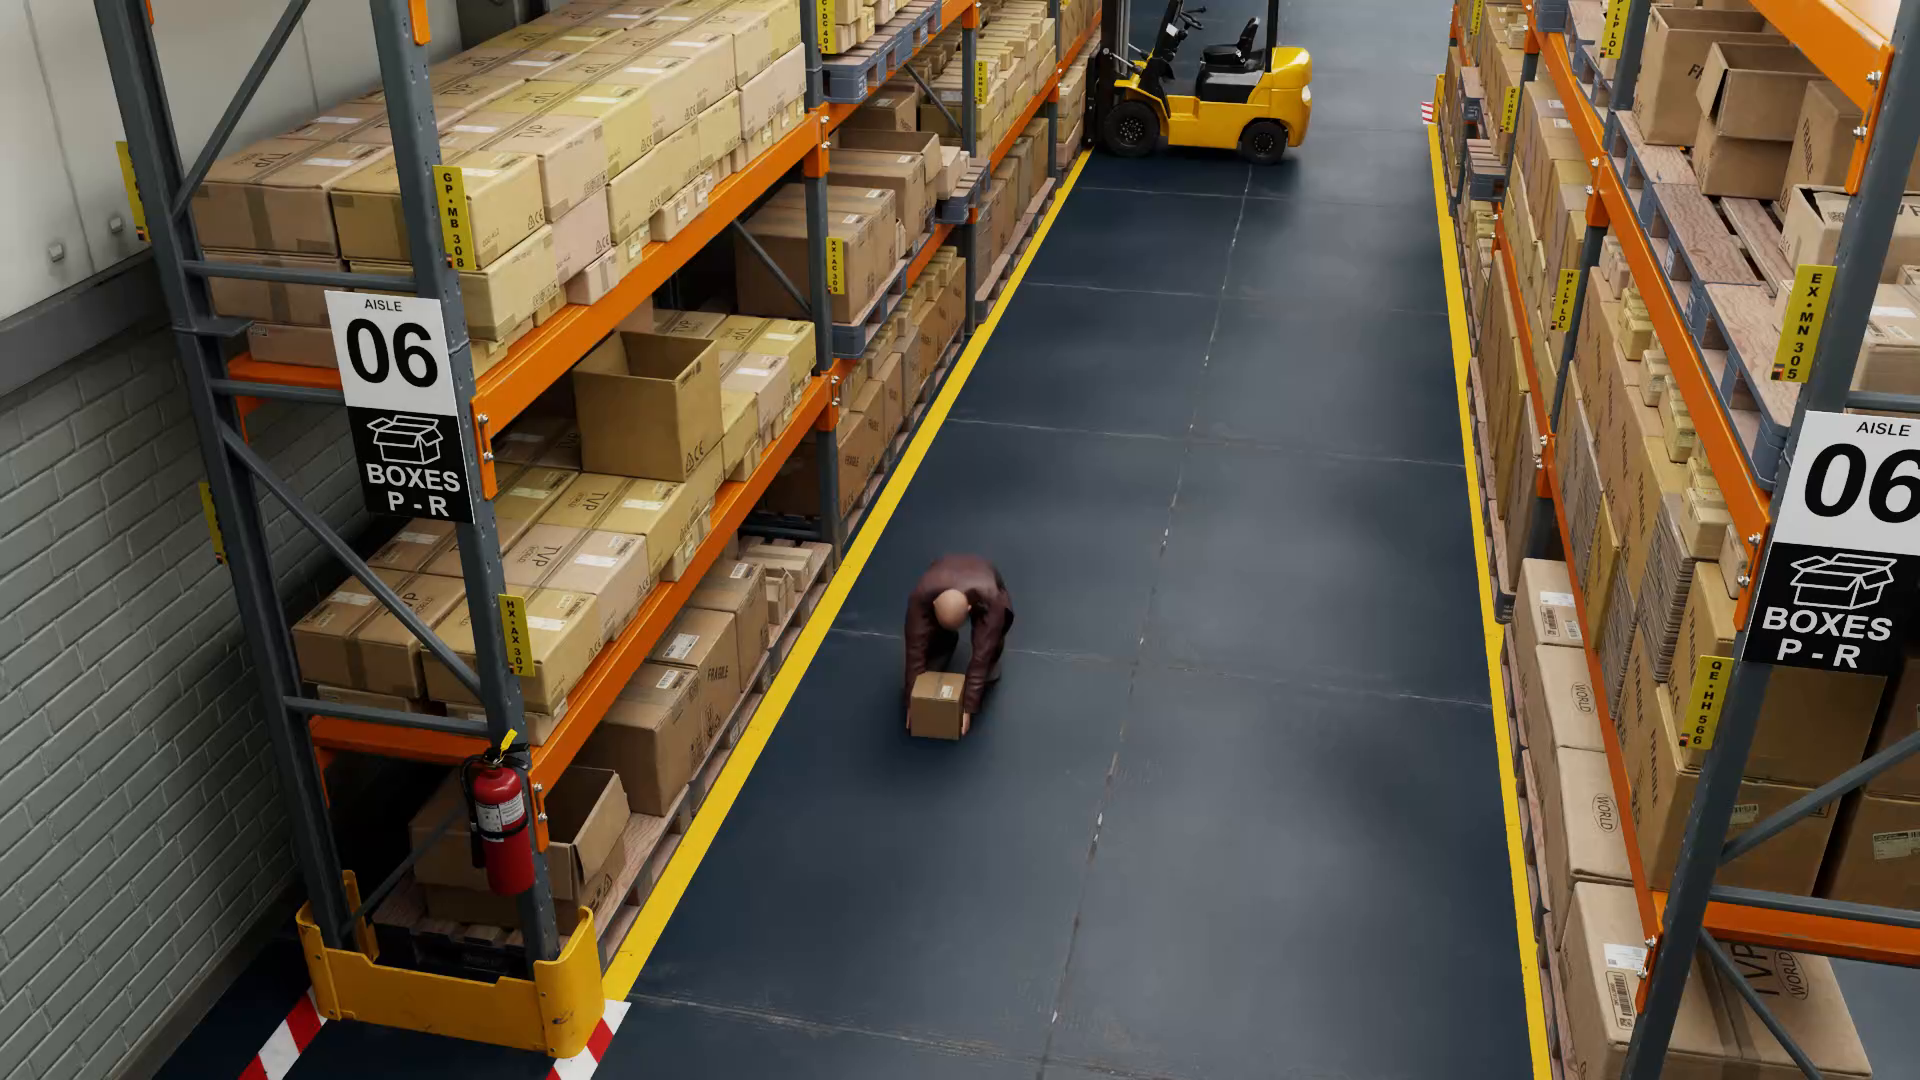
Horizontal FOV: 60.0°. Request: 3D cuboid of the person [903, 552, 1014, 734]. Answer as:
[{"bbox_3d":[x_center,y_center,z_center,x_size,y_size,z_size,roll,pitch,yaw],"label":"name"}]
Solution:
[{"bbox_3d":[-0.020,0.498,8.889,0.582,0.822,1.011,6,29,11],"label":"person"}]
